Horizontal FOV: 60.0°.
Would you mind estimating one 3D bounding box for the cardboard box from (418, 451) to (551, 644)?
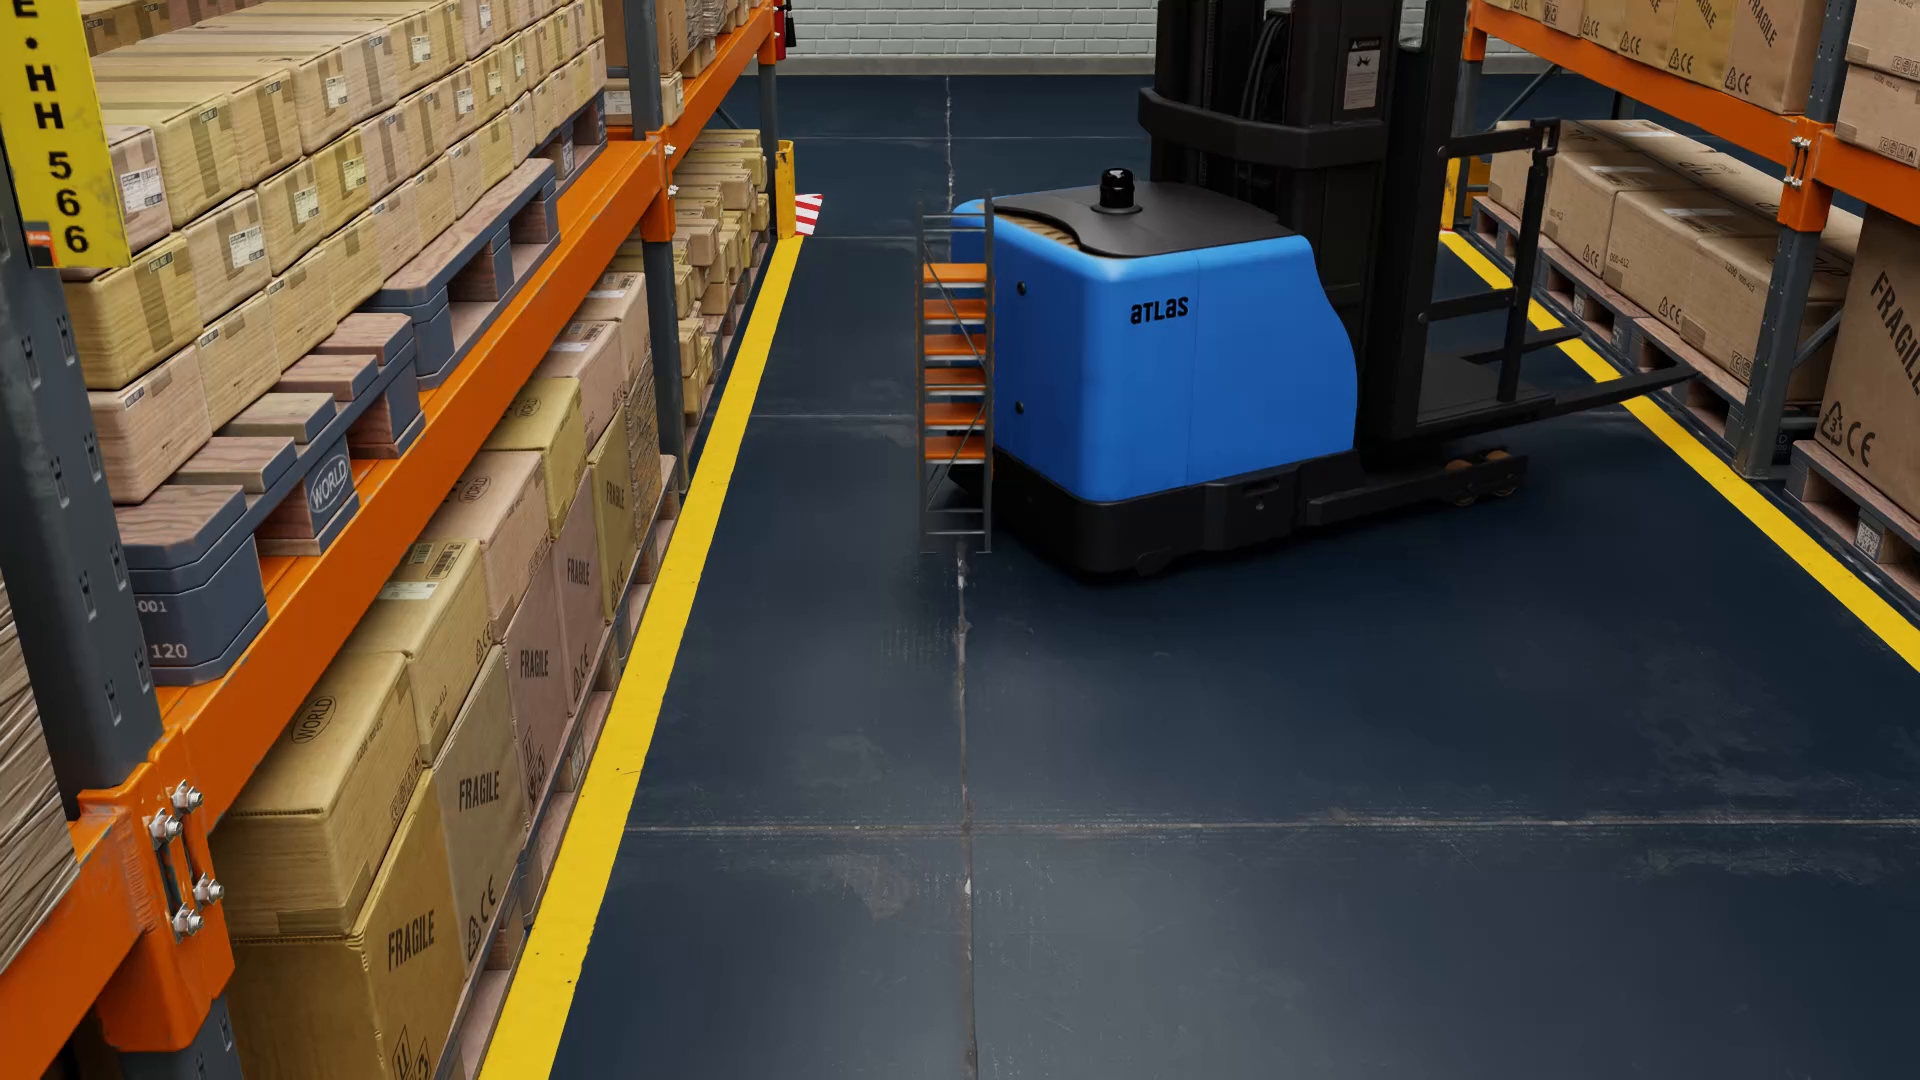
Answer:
[{"bbox_3d":[-1.228,0.008,3.707,0.500,0.250,0.500,0,24,0],"label":"cardboard box"}]

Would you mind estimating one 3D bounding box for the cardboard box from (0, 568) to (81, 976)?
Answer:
[{"bbox_3d":[-1.191,0.239,1.461,0.500,0.500,0.500,0,24,-1],"label":"cardboard box"}]

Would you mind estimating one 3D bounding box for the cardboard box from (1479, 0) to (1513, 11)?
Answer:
[{"bbox_3d":[3.115,-3.107,8.858,0.500,0.500,0.500,0,24,-1],"label":"cardboard box"}]

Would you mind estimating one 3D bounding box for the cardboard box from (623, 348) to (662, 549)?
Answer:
[{"bbox_3d":[-1.248,-0.297,5.290,0.500,0.500,0.500,-1,24,-2],"label":"cardboard box"}]

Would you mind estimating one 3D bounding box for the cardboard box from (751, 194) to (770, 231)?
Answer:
[{"bbox_3d":[-1.233,-1.767,8.968,0.380,0.149,0.250,0,24,1],"label":"cardboard box"}]

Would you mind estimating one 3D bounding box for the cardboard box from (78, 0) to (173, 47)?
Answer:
[{"bbox_3d":[-1.942,-1.088,3.589,0.380,0.149,0.250,0,24,1],"label":"cardboard box"}]

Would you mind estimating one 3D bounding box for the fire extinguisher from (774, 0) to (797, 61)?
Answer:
[{"bbox_3d":[-1.093,-3.097,9.505,0.296,0.674,0.183,0,24,-1],"label":"fire extinguisher"}]

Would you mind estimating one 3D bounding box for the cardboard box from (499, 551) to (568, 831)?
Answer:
[{"bbox_3d":[-1.236,0.336,3.890,0.500,0.500,0.500,-1,24,-2],"label":"cardboard box"}]

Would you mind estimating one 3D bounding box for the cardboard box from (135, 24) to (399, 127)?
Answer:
[{"bbox_3d":[-1.286,-0.872,3.111,0.380,0.149,0.250,1,24,2],"label":"cardboard box"}]

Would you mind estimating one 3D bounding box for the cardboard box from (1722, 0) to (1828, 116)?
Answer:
[{"bbox_3d":[3.180,-1.848,6.074,0.500,0.500,0.500,0,24,0],"label":"cardboard box"}]

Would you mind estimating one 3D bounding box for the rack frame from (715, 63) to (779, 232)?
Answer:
[{"bbox_3d":[-1.551,-3.197,9.178,1.000,3.000,0.127,0,24,-1],"label":"rack frame"}]

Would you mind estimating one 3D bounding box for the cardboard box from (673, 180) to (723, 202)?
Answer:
[{"bbox_3d":[-1.327,-1.607,7.890,0.380,0.149,0.250,-1,24,-2],"label":"cardboard box"}]

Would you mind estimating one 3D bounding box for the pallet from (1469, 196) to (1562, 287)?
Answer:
[{"bbox_3d":[3.484,-1.661,9.166,1.003,0.211,1.213,0,24,-1],"label":"pallet"}]

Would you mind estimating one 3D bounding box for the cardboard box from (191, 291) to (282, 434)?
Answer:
[{"bbox_3d":[-1.270,-0.273,2.508,0.380,0.149,0.250,1,24,2],"label":"cardboard box"}]

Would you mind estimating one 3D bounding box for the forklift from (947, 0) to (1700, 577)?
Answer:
[{"bbox_3d":[1.496,-1.635,5.808,3.031,2.935,1.130,-13,27,-26],"label":"forklift"}]

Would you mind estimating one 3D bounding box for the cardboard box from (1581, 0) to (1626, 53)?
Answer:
[{"bbox_3d":[3.158,-2.483,7.478,0.500,0.500,0.500,1,24,1],"label":"cardboard box"}]

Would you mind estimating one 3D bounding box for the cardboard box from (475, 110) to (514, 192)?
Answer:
[{"bbox_3d":[-1.288,-0.926,3.952,0.380,0.149,0.250,1,24,2],"label":"cardboard box"}]

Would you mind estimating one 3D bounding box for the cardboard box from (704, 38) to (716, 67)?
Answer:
[{"bbox_3d":[-1.247,-2.094,7.046,0.380,0.149,0.250,1,24,2],"label":"cardboard box"}]

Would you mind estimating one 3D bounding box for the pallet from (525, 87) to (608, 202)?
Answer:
[{"bbox_3d":[-1.645,-1.145,4.875,1.003,0.211,1.213,0,24,-1],"label":"pallet"}]

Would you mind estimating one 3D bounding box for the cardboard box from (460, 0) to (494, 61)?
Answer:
[{"bbox_3d":[-1.295,-1.195,3.825,0.380,0.149,0.250,-1,24,-3],"label":"cardboard box"}]

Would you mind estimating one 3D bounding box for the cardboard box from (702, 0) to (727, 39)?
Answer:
[{"bbox_3d":[-1.243,-2.346,6.815,0.500,0.500,0.500,-1,24,-2],"label":"cardboard box"}]

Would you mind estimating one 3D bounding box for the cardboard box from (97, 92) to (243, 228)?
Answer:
[{"bbox_3d":[-1.281,-0.550,2.399,0.380,0.149,0.250,-1,24,-2],"label":"cardboard box"}]

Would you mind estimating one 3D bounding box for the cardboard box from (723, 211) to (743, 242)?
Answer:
[{"bbox_3d":[-1.250,-1.475,7.960,0.380,0.149,0.250,1,24,2],"label":"cardboard box"}]

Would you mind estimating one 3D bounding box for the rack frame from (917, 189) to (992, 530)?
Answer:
[{"bbox_3d":[-0.019,-0.574,5.563,0.240,1.200,0.006,0,24,-1],"label":"rack frame"}]

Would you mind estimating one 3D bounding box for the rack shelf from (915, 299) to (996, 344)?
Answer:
[{"bbox_3d":[-0.017,-0.714,5.399,0.258,0.103,0.180,0,24,-1],"label":"rack shelf"}]

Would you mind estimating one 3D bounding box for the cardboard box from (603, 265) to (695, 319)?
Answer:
[{"bbox_3d":[-1.248,-0.968,6.479,0.380,0.149,0.250,1,24,2],"label":"cardboard box"}]

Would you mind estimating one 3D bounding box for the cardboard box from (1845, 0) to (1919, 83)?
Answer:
[{"bbox_3d":[3.164,-1.589,5.199,0.500,0.250,0.500,-1,24,-2],"label":"cardboard box"}]

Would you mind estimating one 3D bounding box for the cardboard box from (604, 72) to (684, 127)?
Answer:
[{"bbox_3d":[-1.184,-1.552,5.846,0.380,0.149,0.250,1,24,1],"label":"cardboard box"}]

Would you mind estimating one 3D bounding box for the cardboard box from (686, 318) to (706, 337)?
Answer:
[{"bbox_3d":[-1.248,-0.804,6.838,0.380,0.149,0.250,0,24,-1],"label":"cardboard box"}]

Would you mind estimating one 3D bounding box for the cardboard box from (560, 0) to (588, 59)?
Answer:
[{"bbox_3d":[-1.302,-1.489,4.837,0.380,0.149,0.250,0,24,0],"label":"cardboard box"}]

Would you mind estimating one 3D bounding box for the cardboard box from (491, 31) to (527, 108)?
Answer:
[{"bbox_3d":[-1.293,-1.167,4.124,0.380,0.149,0.250,-1,24,-3],"label":"cardboard box"}]

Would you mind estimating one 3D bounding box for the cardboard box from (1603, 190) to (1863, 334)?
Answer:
[{"bbox_3d":[3.531,-1.264,7.505,0.875,0.438,0.875,-1,24,-2],"label":"cardboard box"}]

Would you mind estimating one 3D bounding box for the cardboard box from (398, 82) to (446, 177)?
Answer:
[{"bbox_3d":[-1.284,-0.843,3.409,0.380,0.149,0.250,0,24,-1],"label":"cardboard box"}]

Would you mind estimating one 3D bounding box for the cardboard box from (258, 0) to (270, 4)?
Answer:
[{"bbox_3d":[-1.954,-1.408,4.297,0.380,0.149,0.250,-1,24,-1],"label":"cardboard box"}]

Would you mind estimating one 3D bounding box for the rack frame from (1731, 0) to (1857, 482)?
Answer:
[{"bbox_3d":[3.441,-1.612,5.675,1.000,3.000,0.127,0,24,-1],"label":"rack frame"}]

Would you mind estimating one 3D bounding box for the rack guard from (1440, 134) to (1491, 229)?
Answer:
[{"bbox_3d":[3.397,-2.131,9.856,1.175,0.500,0.348,0,24,-1],"label":"rack guard"}]

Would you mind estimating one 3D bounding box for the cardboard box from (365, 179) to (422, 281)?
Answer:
[{"bbox_3d":[-1.283,-0.605,3.242,0.380,0.149,0.250,1,24,1],"label":"cardboard box"}]

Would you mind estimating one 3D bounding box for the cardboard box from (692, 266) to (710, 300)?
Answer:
[{"bbox_3d":[-1.303,-1.156,7.254,0.380,0.149,0.250,1,24,2],"label":"cardboard box"}]

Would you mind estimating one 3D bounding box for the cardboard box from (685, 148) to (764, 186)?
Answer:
[{"bbox_3d":[-1.217,-1.933,8.612,0.380,0.149,0.250,-1,24,-2],"label":"cardboard box"}]

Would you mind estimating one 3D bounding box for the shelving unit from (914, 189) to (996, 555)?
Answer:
[{"bbox_3d":[-0.017,-0.536,5.479,0.258,1.200,0.189,0,24,-1],"label":"shelving unit"}]

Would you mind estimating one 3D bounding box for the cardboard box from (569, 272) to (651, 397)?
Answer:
[{"bbox_3d":[-1.247,-0.637,5.131,0.500,0.250,0.500,-1,24,-2],"label":"cardboard box"}]

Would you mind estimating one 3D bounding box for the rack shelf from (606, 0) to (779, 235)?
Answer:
[{"bbox_3d":[-1.530,-2.045,7.504,1.077,0.370,4.000,0,24,-1],"label":"rack shelf"}]

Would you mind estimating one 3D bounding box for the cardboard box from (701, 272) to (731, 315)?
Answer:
[{"bbox_3d":[-1.245,-1.127,7.551,0.380,0.149,0.250,-1,24,-2],"label":"cardboard box"}]

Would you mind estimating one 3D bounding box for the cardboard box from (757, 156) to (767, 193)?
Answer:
[{"bbox_3d":[-1.260,-2.008,9.139,0.380,0.149,0.250,-1,24,-2],"label":"cardboard box"}]

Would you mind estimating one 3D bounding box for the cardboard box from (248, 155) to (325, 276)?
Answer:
[{"bbox_3d":[-1.280,-0.534,2.725,0.380,0.149,0.250,-1,24,-2],"label":"cardboard box"}]

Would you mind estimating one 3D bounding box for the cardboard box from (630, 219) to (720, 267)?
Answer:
[{"bbox_3d":[-1.247,-1.285,7.179,0.380,0.149,0.250,0,24,1],"label":"cardboard box"}]

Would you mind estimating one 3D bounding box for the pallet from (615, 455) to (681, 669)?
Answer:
[{"bbox_3d":[-1.498,0.043,5.399,1.003,0.211,1.213,0,24,-1],"label":"pallet"}]

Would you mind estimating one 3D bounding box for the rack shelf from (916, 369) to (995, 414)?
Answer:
[{"bbox_3d":[-0.017,-0.496,5.498,0.258,0.103,0.180,0,24,-1],"label":"rack shelf"}]

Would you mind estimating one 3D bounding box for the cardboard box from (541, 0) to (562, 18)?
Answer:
[{"bbox_3d":[-1.304,-1.515,4.532,0.380,0.149,0.250,-1,24,-2],"label":"cardboard box"}]

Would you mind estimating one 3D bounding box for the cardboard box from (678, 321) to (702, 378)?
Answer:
[{"bbox_3d":[-1.192,-0.727,6.306,0.380,0.149,0.250,1,24,2],"label":"cardboard box"}]

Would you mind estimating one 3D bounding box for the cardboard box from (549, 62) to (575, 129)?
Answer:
[{"bbox_3d":[-1.301,-1.253,4.675,0.380,0.149,0.250,0,24,-1],"label":"cardboard box"}]

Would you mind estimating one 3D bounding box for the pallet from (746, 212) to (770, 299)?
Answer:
[{"bbox_3d":[-1.577,-1.560,8.943,1.003,0.211,1.213,0,24,-1],"label":"pallet"}]
